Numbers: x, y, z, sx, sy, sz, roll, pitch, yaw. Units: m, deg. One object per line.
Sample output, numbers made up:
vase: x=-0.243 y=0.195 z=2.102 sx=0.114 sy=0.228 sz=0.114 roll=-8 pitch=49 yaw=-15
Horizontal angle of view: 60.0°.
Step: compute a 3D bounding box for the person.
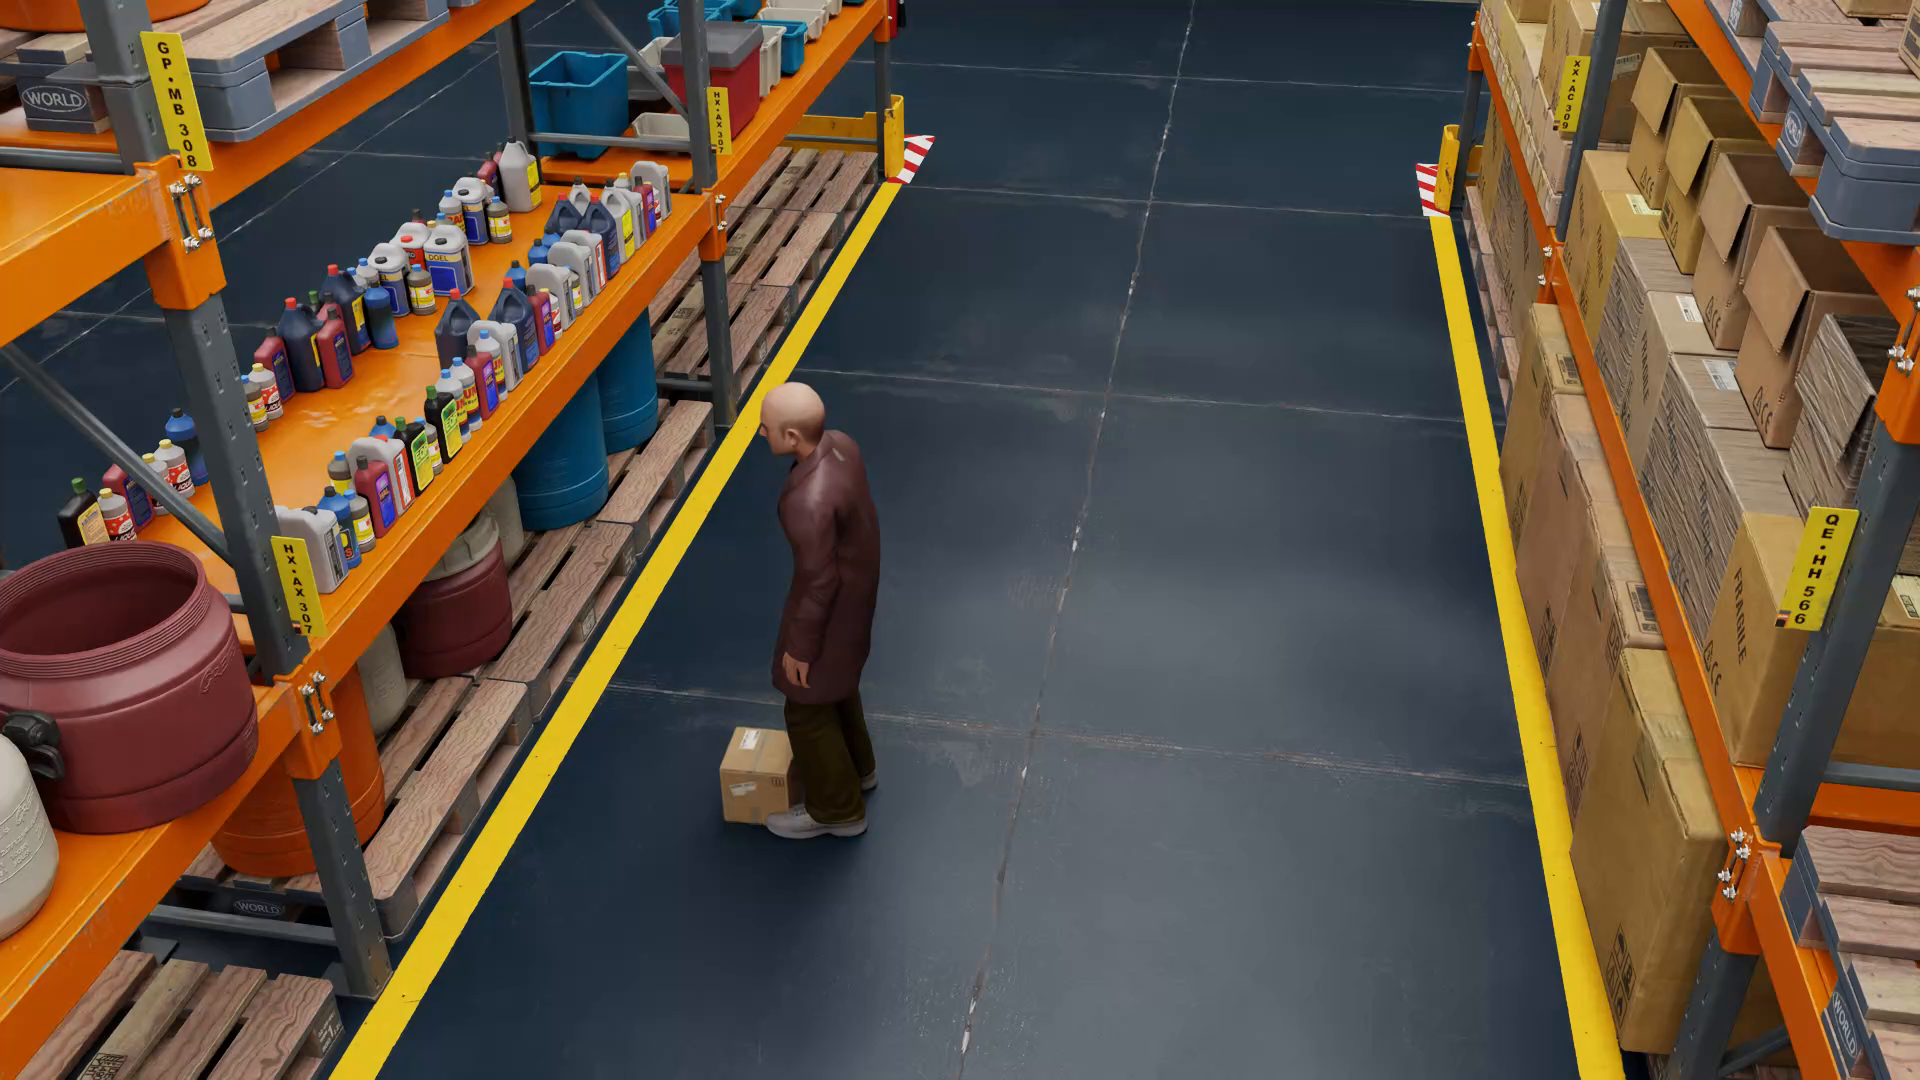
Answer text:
person: x=-0.484 y=0.252 z=5.748 sx=0.427 sy=1.773 sz=0.631 roll=4 pitch=32 yaw=6
